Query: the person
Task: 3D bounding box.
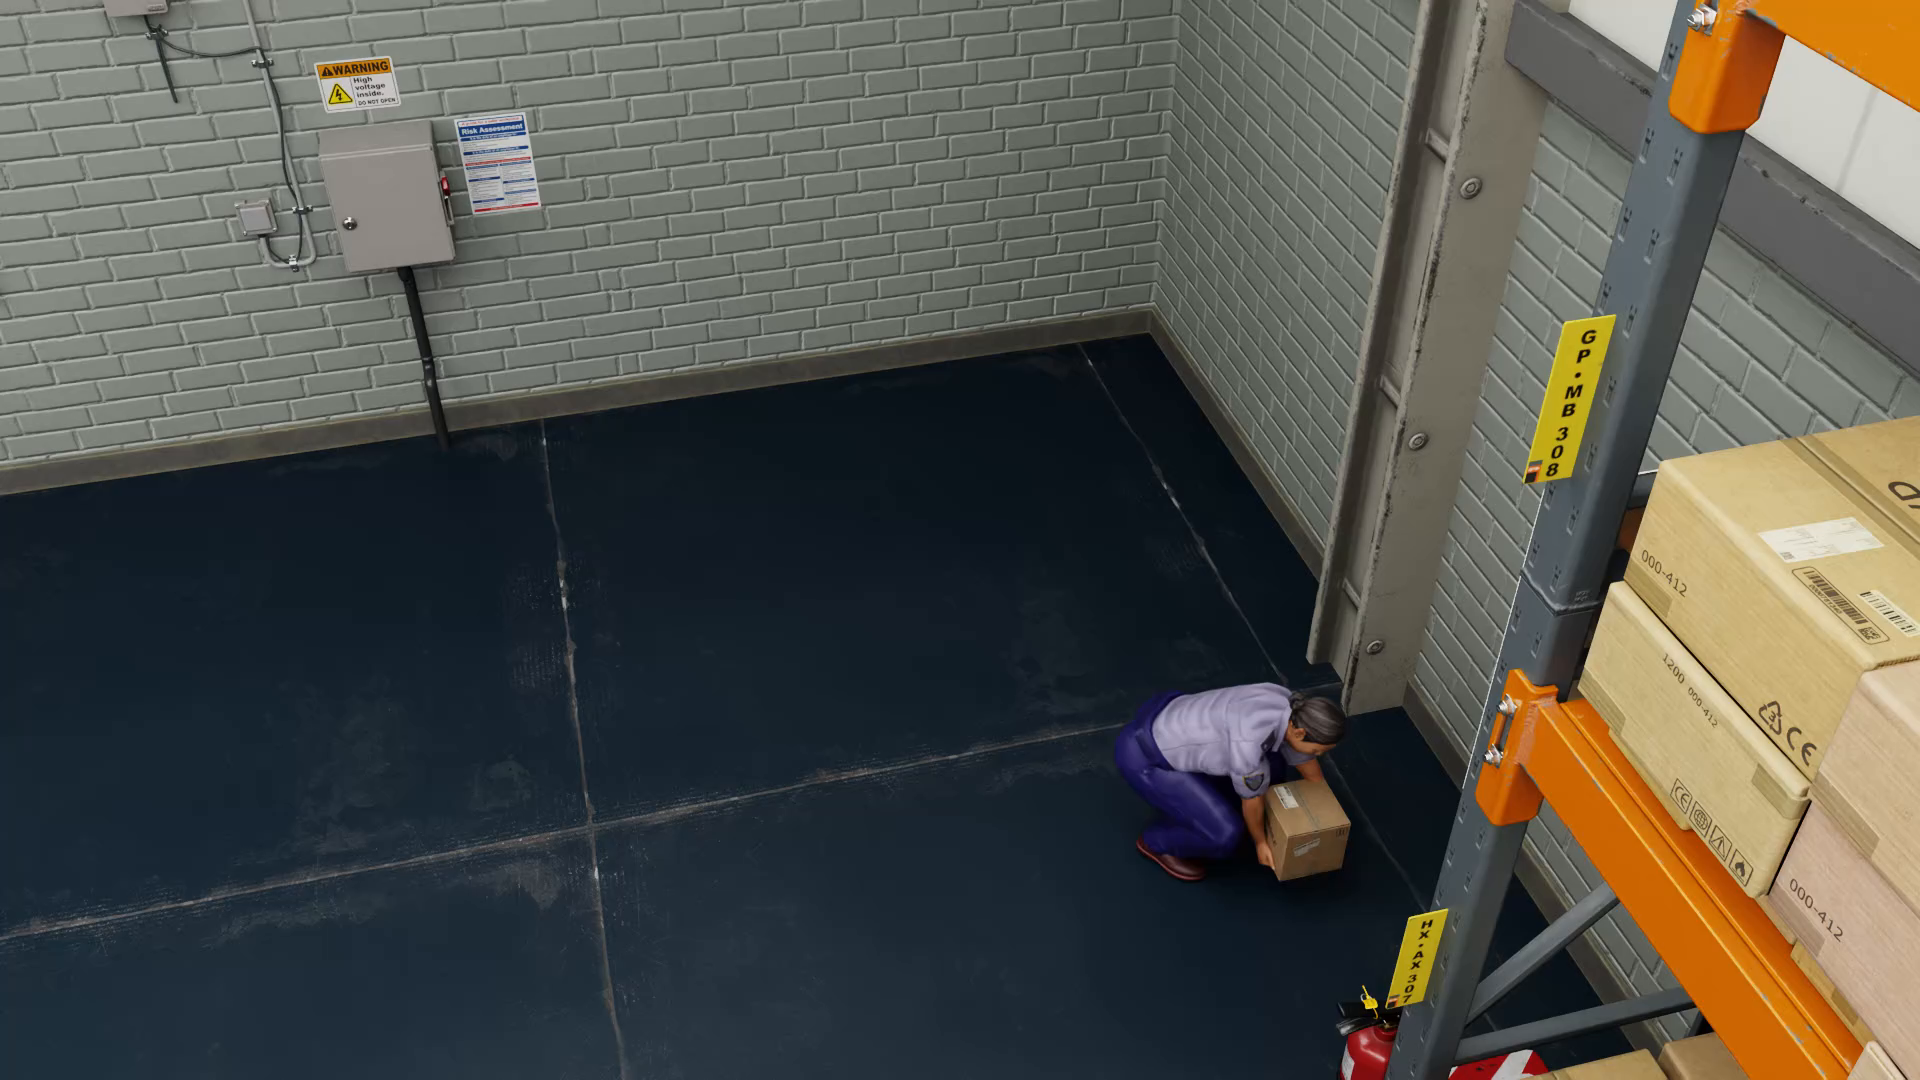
[{"bbox_3d":[1.023,0.876,6.215,0.888,0.922,0.494,22,43,25],"label":"person"}]
